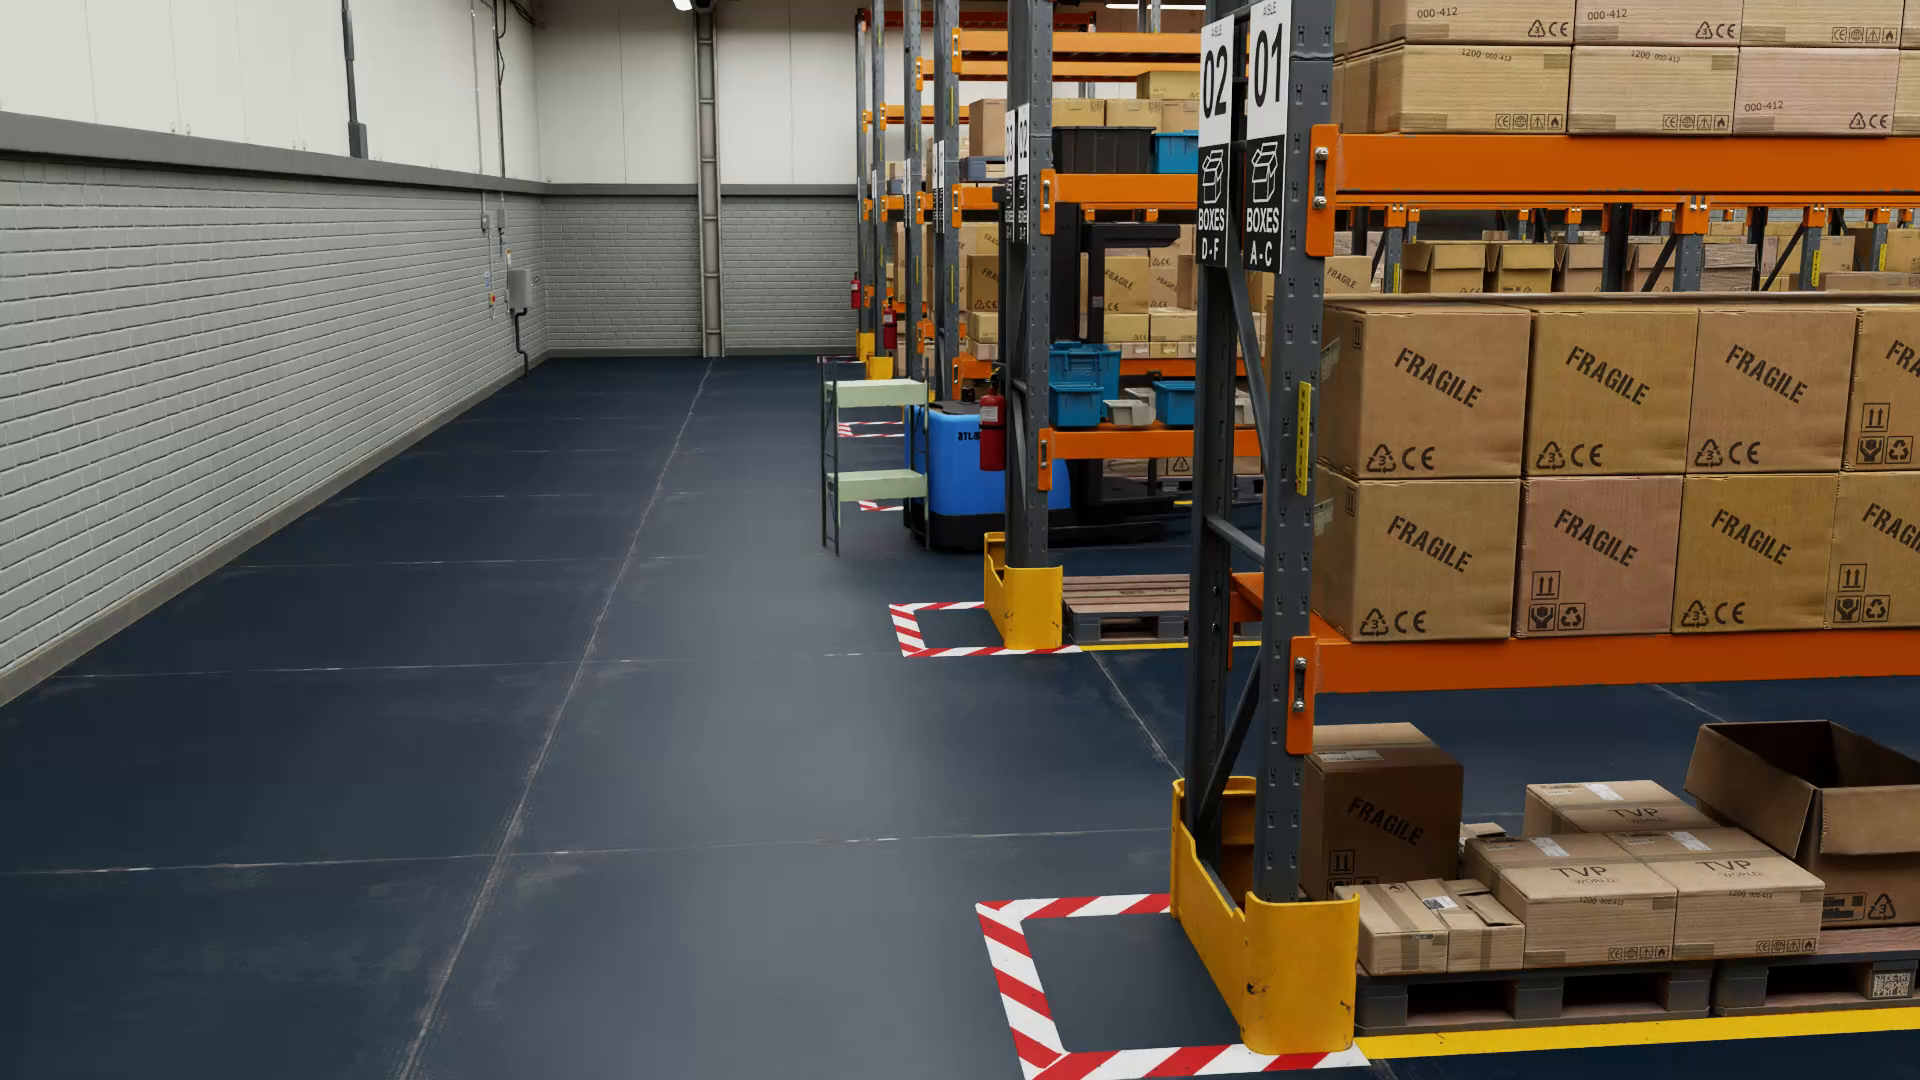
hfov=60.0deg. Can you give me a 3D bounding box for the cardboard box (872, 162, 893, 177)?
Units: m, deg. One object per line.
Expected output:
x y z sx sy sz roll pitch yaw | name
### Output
-1.266 -6.479 29.094 0.500 0.250 0.500 -1 11 -7 | cardboard box

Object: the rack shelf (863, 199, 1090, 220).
0.254 -5.889 29.636 4.000 0.370 1.077 -1 11 -6 | rack shelf

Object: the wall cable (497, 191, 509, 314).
-6.962 -4.425 25.467 0.122 1.984 0.588 -1 11 -6 | wall cable

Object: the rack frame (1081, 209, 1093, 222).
2.243 -4.812 30.068 0.127 3.000 1.000 -1 11 -6 | rack frame

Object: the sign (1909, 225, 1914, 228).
14.752 -4.726 25.812 0.005 0.325 0.100 -1 11 -6 | sign

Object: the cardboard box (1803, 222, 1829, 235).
13.228 -4.704 25.895 0.500 0.500 0.700 -1 11 -7 | cardboard box

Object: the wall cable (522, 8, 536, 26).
-7.483 -10.529 29.180 0.133 3.039 2.988 -1 11 -6 | wall cable

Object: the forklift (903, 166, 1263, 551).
1.111 -1.506 13.429 3.031 2.935 1.130 -4 12 -20 | forklift

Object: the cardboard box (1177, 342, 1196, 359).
2.054 -1.735 15.069 0.250 0.149 0.380 -1 11 -5 | cardboard box

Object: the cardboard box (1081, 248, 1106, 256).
1.443 -3.503 19.789 0.500 0.500 0.500 -2 11 -8 | cardboard box

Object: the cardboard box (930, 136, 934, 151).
-0.212 -4.632 19.435 0.250 0.149 0.380 -1 11 -7 | cardboard box

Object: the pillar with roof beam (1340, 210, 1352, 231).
7.883 -7.213 26.731 0.548 9.000 9.100 -1 11 -6 | pillar with roof beam

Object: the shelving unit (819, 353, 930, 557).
-0.659 -0.668 12.880 0.755 1.500 0.431 -4 12 -20 | shelving unit

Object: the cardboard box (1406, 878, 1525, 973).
1.644 1.250 5.438 0.250 0.166 0.380 -1 11 -6 | cardboard box

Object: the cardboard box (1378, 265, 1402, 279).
5.144 -3.235 20.066 0.250 0.149 0.380 -1 11 -4 | cardboard box

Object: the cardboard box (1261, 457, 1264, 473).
3.188 -1.125 15.732 0.875 0.875 0.875 -1 11 -6 | cardboard box

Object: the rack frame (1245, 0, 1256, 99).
3.418 -5.856 19.830 0.127 3.000 1.000 -1 11 -6 | rack frame

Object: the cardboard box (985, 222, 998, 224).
0.480 -4.613 24.525 0.250 0.149 0.380 -1 11 -6 | cardboard box

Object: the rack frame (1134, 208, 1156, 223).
2.782 -3.860 25.226 0.127 3.000 1.000 -1 11 -6 | rack frame

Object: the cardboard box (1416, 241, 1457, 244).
7.231 -4.309 25.393 0.500 0.500 0.500 -2 11 -8 | cardboard box

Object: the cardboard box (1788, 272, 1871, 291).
8.362 -2.317 16.029 0.500 0.500 0.500 -3 11 -13 | cardboard box

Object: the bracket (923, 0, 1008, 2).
-1.482 -9.550 29.284 4.783 0.066 0.076 -1 11 -6 | bracket

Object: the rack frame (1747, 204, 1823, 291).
7.829 -2.043 15.983 0.127 3.000 1.000 -1 11 -6 | rack frame

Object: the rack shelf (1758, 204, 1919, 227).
9.818 -3.203 15.975 4.000 0.370 1.077 -1 11 -6 | rack shelf

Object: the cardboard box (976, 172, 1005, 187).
0.439 -4.198 19.560 0.500 0.250 0.500 -1 11 -4 | cardboard box

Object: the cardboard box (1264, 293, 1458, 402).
1.355 -0.578 5.681 0.500 0.500 0.500 -1 11 -7 | cardboard box

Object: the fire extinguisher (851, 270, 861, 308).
-1.830 -4.416 29.221 0.183 0.674 0.296 -1 11 -6 | fire extinguisher

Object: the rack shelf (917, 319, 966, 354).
1.429 -2.518 20.266 4.000 0.370 1.077 -1 11 -6 | rack shelf

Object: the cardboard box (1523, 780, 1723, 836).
2.404 1.084 6.064 0.500 0.250 0.500 -1 11 -6 | cardboard box

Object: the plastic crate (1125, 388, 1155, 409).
1.202 -0.878 10.587 0.243 0.136 0.396 -1 11 -6 | plastic crate

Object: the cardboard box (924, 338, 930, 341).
-0.689 -3.532 29.858 0.250 0.149 0.380 -2 11 -8 | cardboard box

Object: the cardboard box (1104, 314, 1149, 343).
1.398 -1.929 15.020 0.500 0.250 0.500 -2 11 -8 | cardboard box

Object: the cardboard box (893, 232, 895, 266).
-0.741 -4.372 24.980 0.500 0.500 0.500 -1 11 -4 | cardboard box

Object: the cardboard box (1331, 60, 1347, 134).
1.424 -1.436 5.509 0.500 0.250 0.500 -1 11 -6 | cardboard box

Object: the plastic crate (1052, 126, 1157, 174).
0.824 -2.289 9.796 0.590 0.269 0.497 -1 11 -6 | plastic crate

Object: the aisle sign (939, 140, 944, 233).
-0.163 -3.093 14.585 0.004 0.787 0.394 -1 11 -6 | aisle sign

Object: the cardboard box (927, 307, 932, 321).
-0.265 -2.767 20.319 0.250 0.149 0.380 -1 11 -6 | cardboard box

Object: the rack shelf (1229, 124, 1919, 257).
2.930 -1.137 5.464 4.000 0.370 1.077 -1 11 -6 | rack shelf

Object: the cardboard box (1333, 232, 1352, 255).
5.764 -4.410 25.172 0.500 0.500 0.500 -1 11 -5 | cardboard box

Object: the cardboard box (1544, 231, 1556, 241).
9.161 -4.762 26.012 0.250 0.149 0.380 -1 11 -3 | cardboard box

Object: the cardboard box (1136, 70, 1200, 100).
1.885 -4.060 14.918 0.500 0.250 0.500 -2 11 -8 | cardboard box

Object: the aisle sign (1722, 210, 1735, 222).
14.270 -6.282 30.809 0.004 0.787 0.394 -1 11 -6 | aisle sign

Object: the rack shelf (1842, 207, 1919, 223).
13.359 -4.240 21.248 4.000 0.370 1.077 -1 11 -6 | rack shelf

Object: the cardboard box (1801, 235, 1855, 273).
10.878 -3.608 21.092 0.500 0.500 0.700 -1 11 -7 | cardboard box

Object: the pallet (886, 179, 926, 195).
-0.458 -5.222 24.611 1.213 0.211 1.003 -1 11 -6 | pallet

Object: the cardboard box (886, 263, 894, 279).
-1.254 -4.759 29.415 0.500 0.250 0.500 -1 11 -6 | cardboard box

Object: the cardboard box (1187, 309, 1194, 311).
2.348 -2.051 15.643 0.500 0.250 0.500 -1 11 -5 | cardboard box

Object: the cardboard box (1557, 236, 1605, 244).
7.842 -3.543 20.764 0.500 0.500 0.700 -1 11 -6 | cardboard box

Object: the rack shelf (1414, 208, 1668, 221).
8.747 -5.104 25.642 4.000 0.370 1.077 -1 11 -6 | rack shelf

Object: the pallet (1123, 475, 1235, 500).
1.873 -0.564 15.692 1.213 0.211 1.003 -1 11 -6 | pallet

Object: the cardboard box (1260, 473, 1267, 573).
1.358 -0.087 5.775 0.500 0.500 0.500 -1 11 -4 | cardboard box

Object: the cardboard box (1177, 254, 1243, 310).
2.342 -2.418 15.567 0.500 0.500 0.500 -2 11 -8 | cardboard box

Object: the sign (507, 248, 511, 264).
-7.079 -4.451 26.091 0.001 0.242 0.339 -1 11 -6 | sign
